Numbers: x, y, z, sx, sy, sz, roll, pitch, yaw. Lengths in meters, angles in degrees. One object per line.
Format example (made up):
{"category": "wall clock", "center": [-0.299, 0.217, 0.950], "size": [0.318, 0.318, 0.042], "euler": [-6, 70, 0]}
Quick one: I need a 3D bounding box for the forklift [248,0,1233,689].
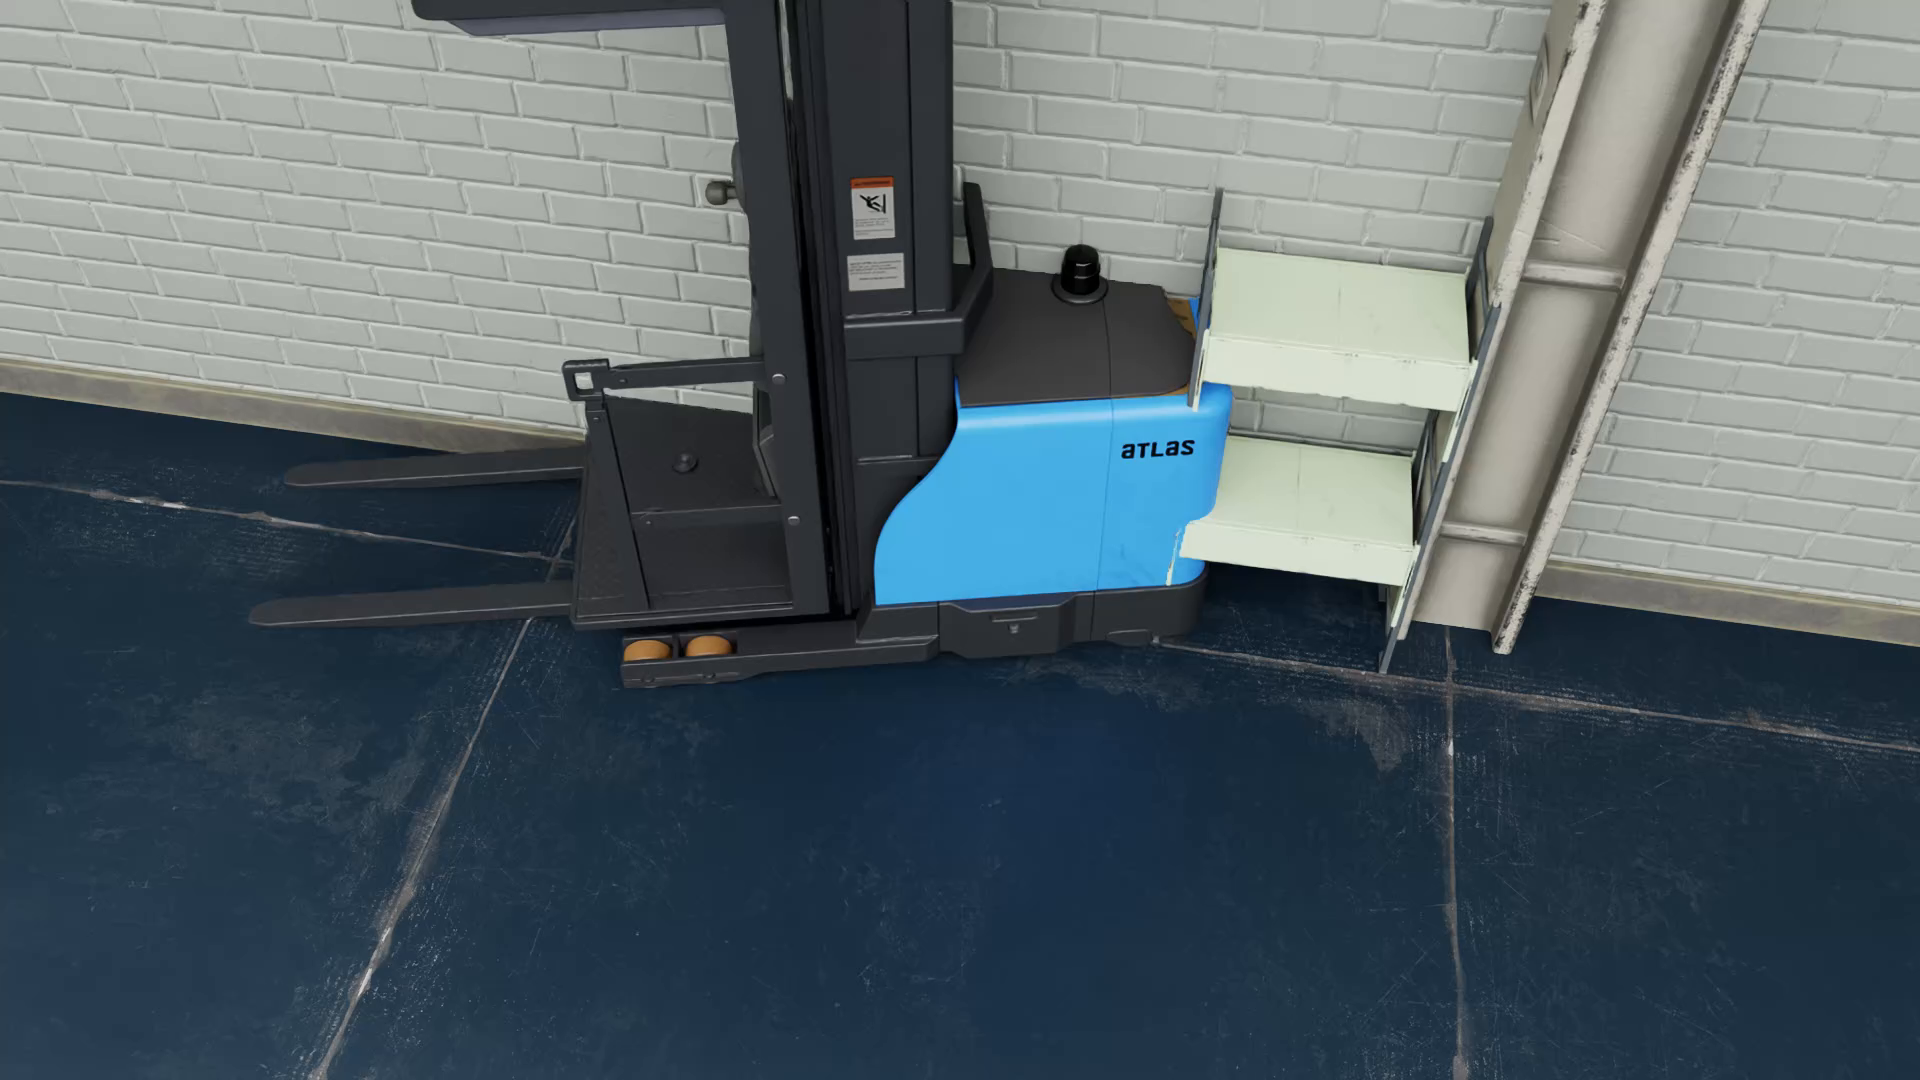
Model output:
{"category": "forklift", "center": [-0.757, -0.919, 4.605], "size": [3.031, 2.935, 1.130], "euler": [-4, 48, -3]}

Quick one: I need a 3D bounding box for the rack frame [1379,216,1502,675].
{"category": "rack frame", "center": [1.398, -0.224, 4.928], "size": [0.023, 1.500, 0.400], "euler": [7, 47, 6]}

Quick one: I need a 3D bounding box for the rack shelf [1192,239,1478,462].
{"category": "rack shelf", "center": [1.041, -0.537, 4.681], "size": [0.720, 0.370, 0.431], "euler": [7, 47, 6]}

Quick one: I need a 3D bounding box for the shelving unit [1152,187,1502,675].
{"category": "shelving unit", "center": [1.037, -0.271, 4.967], "size": [0.755, 1.500, 0.431], "euler": [7, 47, 6]}

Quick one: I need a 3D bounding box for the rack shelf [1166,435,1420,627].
{"category": "rack shelf", "center": [1.034, -0.049, 5.206], "size": [0.720, 0.370, 0.431], "euler": [7, 47, 6]}

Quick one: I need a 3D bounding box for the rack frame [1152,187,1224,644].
{"category": "rack frame", "center": [0.676, -0.318, 5.006], "size": [0.023, 1.500, 0.400], "euler": [7, 47, 6]}
